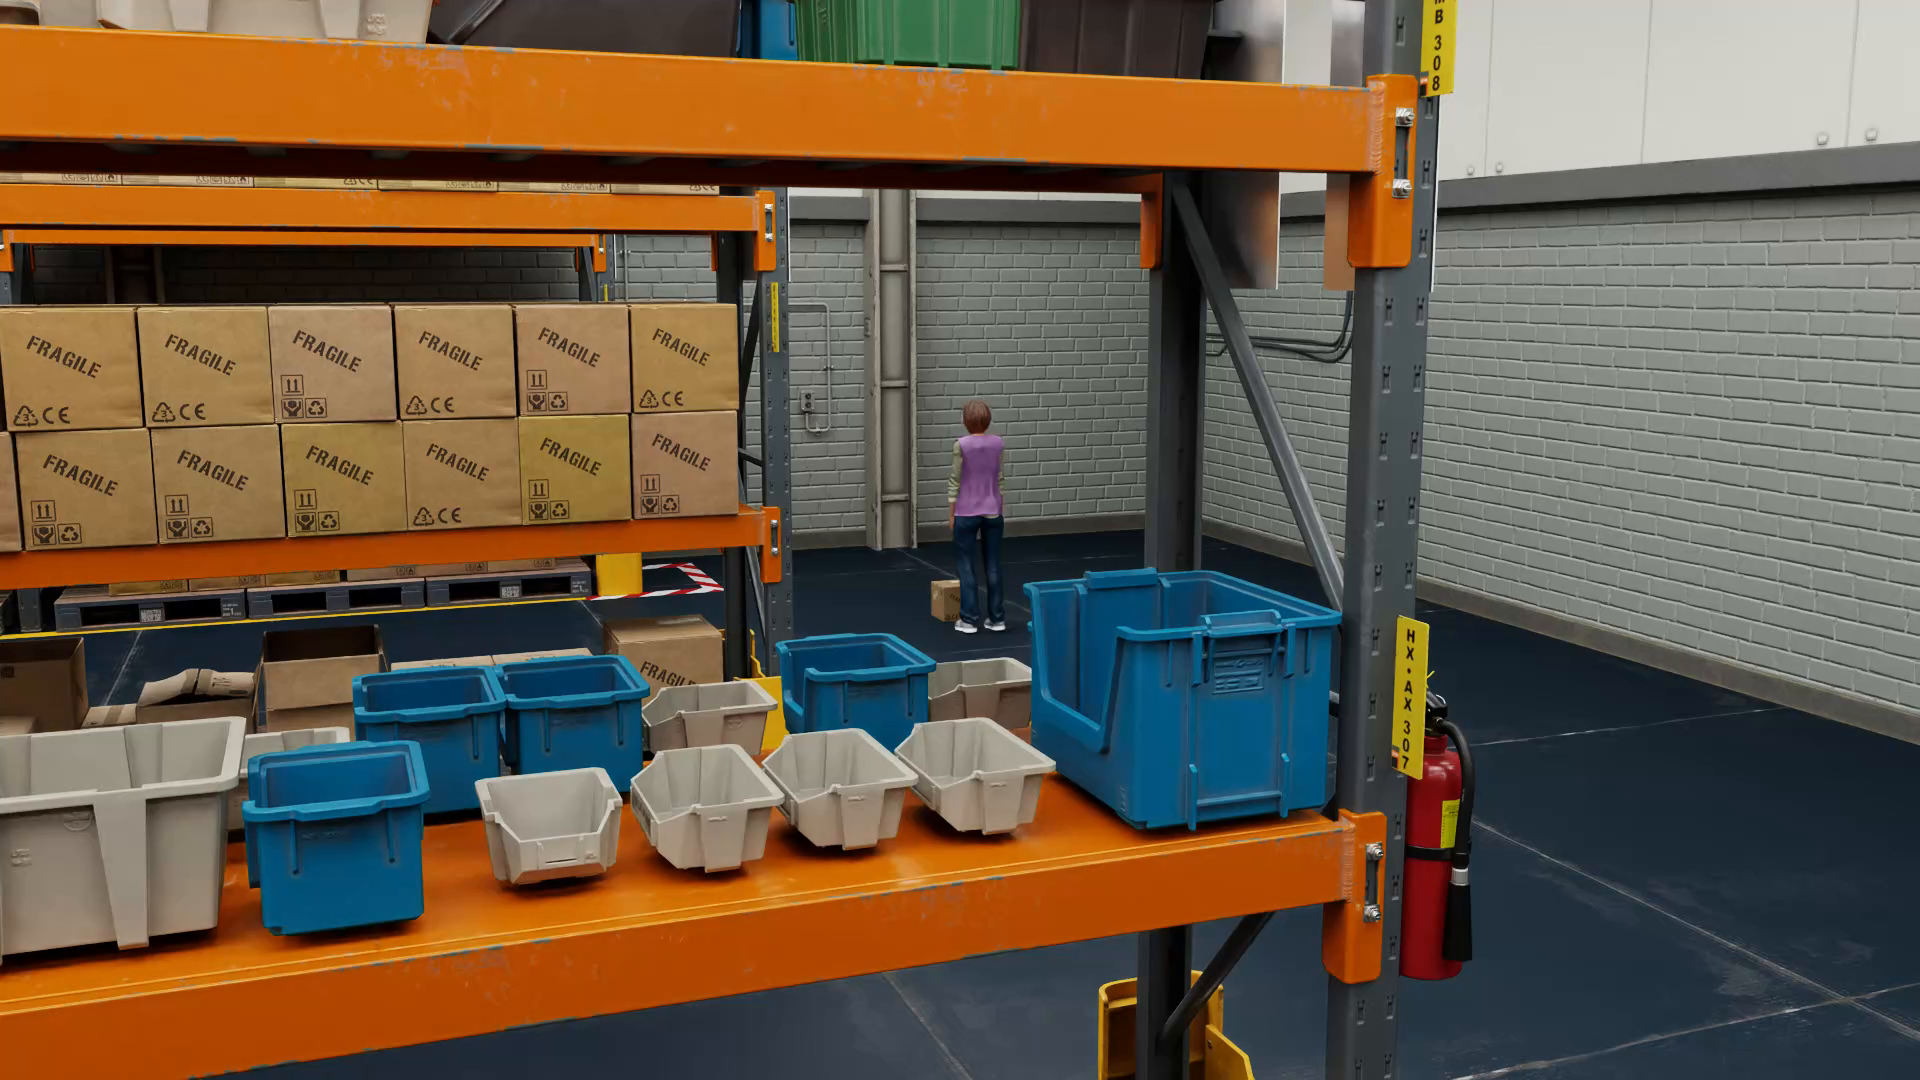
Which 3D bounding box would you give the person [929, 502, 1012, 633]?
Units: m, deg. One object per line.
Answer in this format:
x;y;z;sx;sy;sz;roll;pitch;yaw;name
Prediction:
0.072;0.198;11.554;0.440;0.844;0.803;-4;10;-21;person
